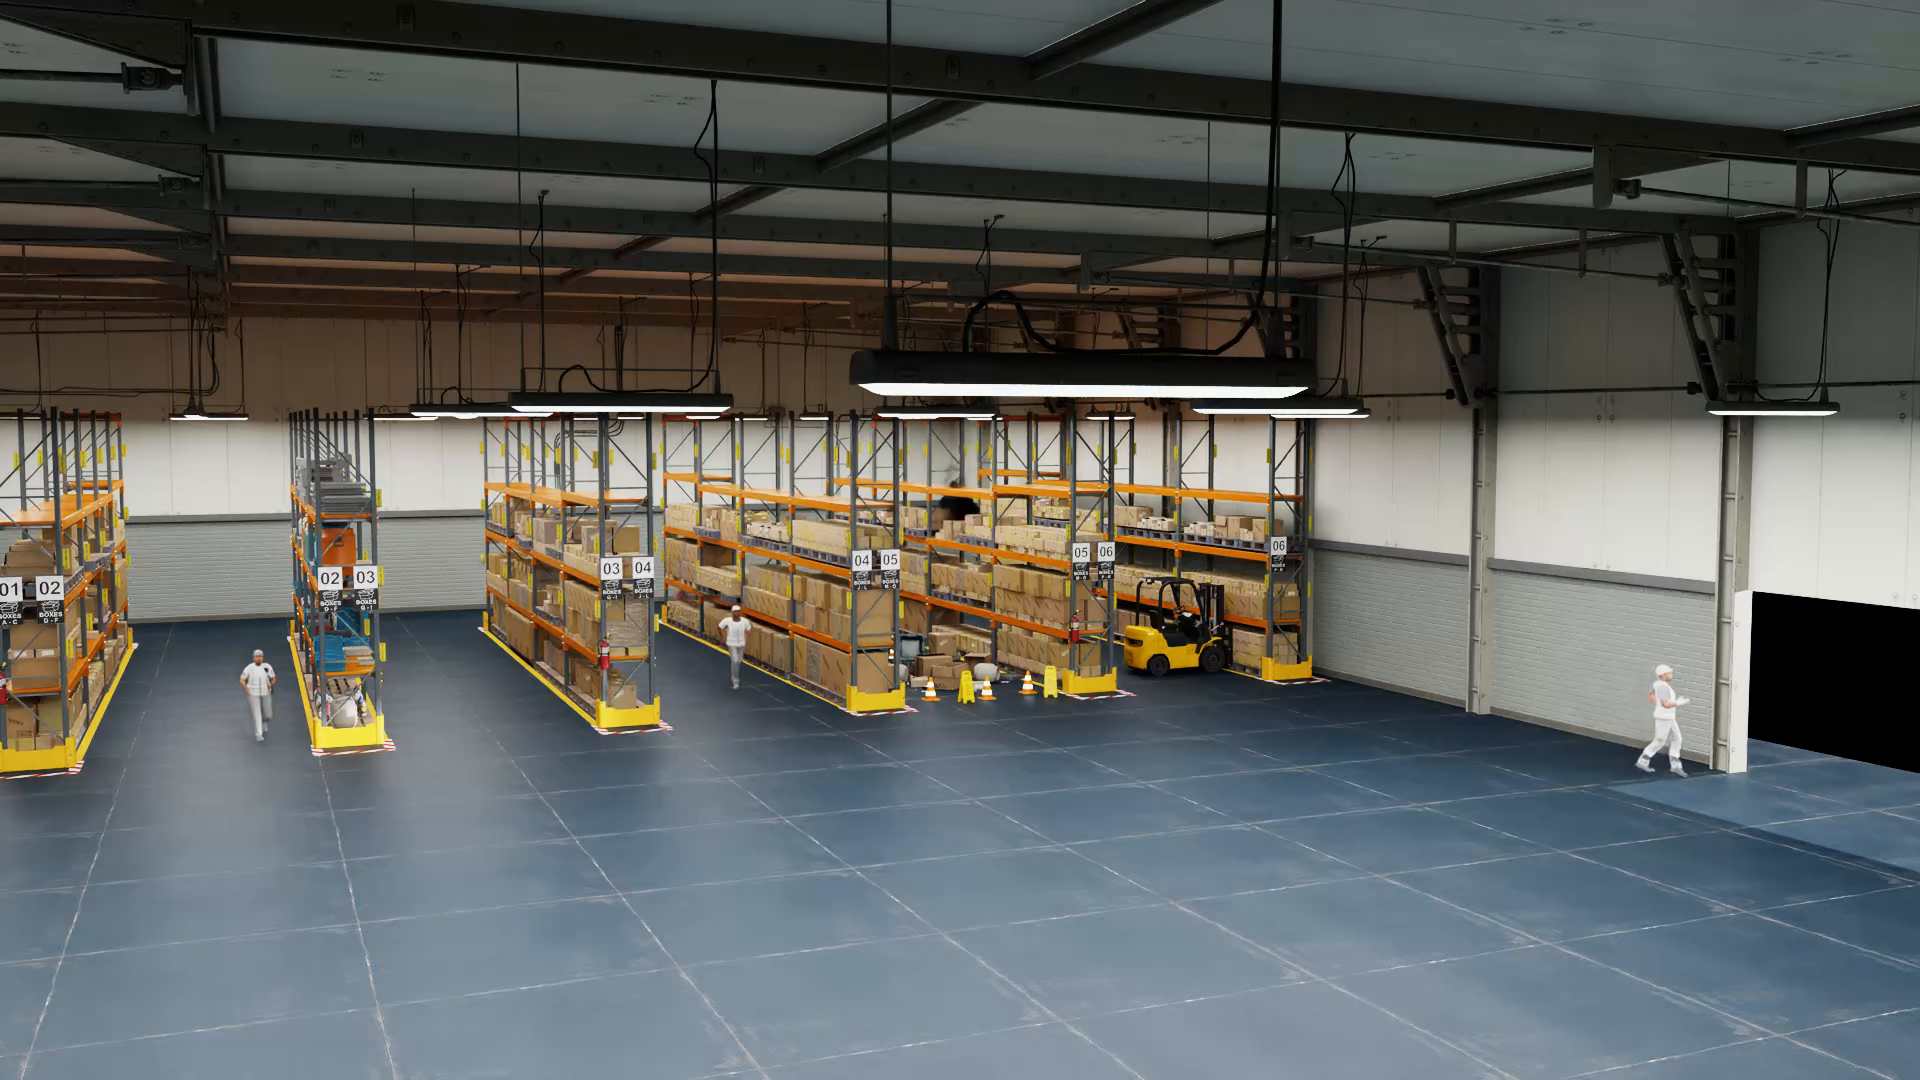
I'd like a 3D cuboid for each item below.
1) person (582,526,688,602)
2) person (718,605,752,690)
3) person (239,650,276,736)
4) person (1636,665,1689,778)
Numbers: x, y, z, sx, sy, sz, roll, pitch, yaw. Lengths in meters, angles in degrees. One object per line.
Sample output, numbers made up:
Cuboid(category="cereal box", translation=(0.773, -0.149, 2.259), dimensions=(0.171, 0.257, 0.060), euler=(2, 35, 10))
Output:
Cuboid(category="person", translation=(-7.598, 0.996, 41.057), dimensions=(5.500, 3.681, 16.319), euler=(-2, 4, -21))
Cuboid(category="person", translation=(-4.859, 2.314, 36.155), dimensions=(0.681, 1.819, 0.789), euler=(-2, 5, -28))
Cuboid(category="person", translation=(-12.718, 2.769, 30.148), dimensions=(0.611, 1.556, 0.574), euler=(-2, 5, -32))
Cuboid(category="person", translation=(11.389, 2.926, 26.902), dimensions=(0.797, 1.830, 0.640), euler=(2, 4, 27))
